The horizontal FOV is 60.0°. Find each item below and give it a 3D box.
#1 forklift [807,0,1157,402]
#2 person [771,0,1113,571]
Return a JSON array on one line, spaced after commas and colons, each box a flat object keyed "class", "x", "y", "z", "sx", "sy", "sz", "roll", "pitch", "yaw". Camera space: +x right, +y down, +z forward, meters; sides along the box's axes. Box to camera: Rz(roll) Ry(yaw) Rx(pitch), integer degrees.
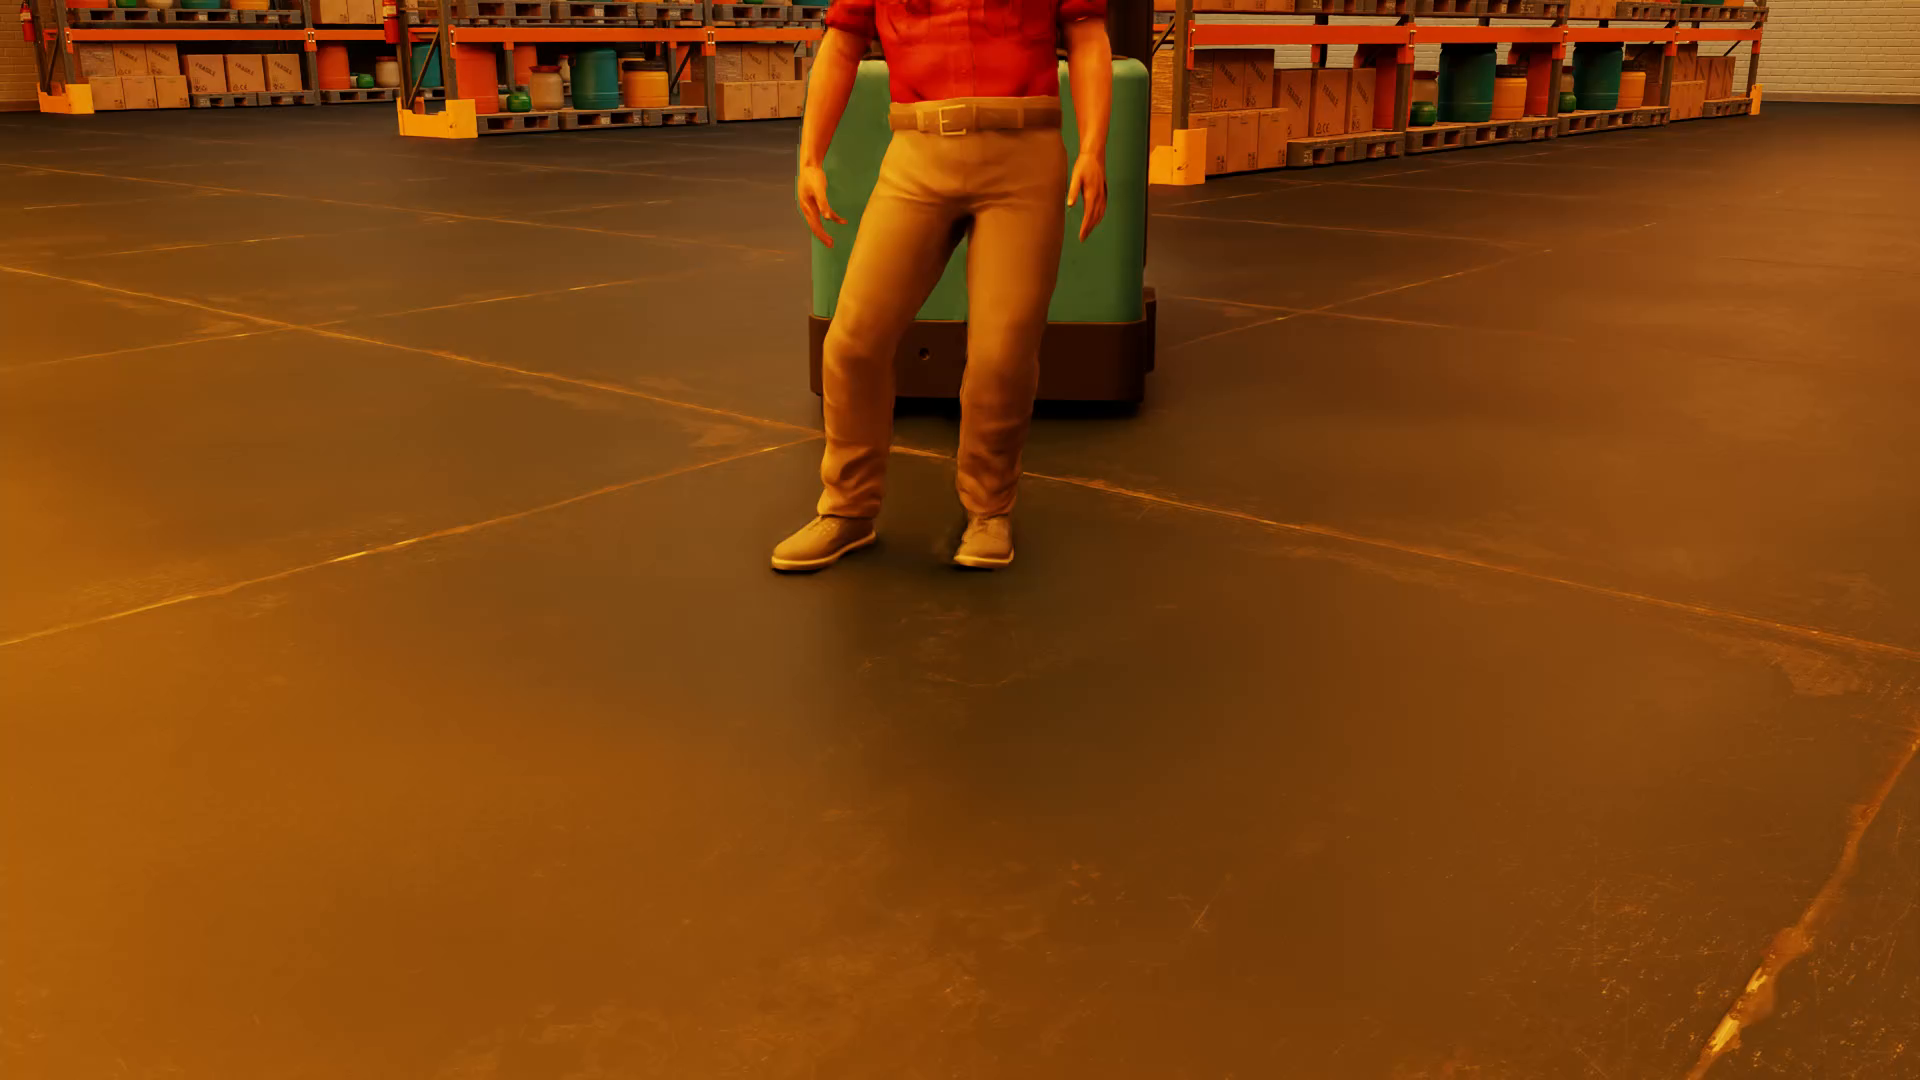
[{"class": "forklift", "x": 0.177, "y": -2.207, "z": 6.166, "sx": 1.130, "sy": 2.935, "sz": 3.031, "roll": 1, "pitch": 17, "yaw": 5}, {"class": "person", "x": -0.039, "y": -0.774, "z": 3.604, "sx": 0.726, "sy": 1.711, "sz": 0.461, "roll": 3, "pitch": 17, "yaw": 9}]
